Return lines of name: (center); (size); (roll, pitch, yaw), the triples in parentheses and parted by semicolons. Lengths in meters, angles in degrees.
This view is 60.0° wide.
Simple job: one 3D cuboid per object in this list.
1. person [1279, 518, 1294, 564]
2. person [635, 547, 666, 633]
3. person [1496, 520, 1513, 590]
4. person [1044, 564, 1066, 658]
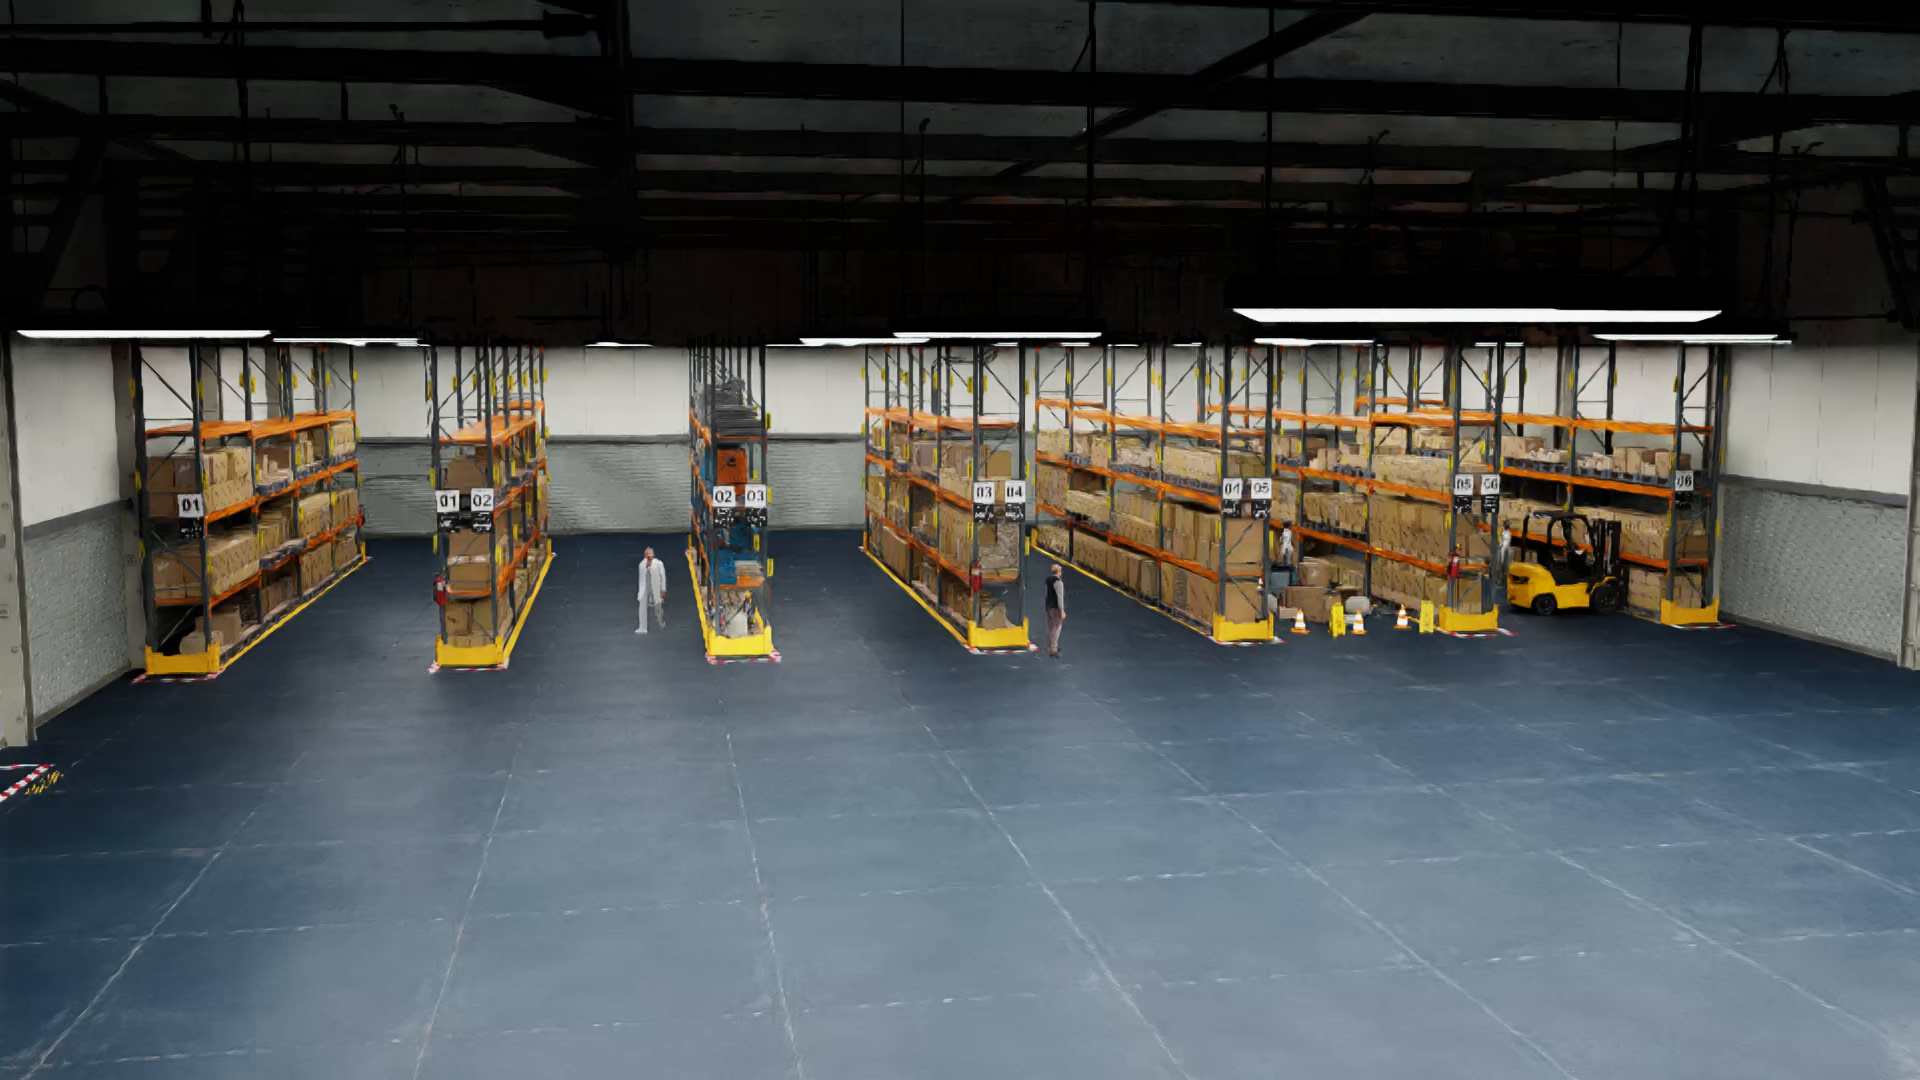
person: (7.811, 0.310, 39.929); (0.551, 1.664, 0.572); (2, 7, 14)
person: (-6.247, 0.999, 33.738); (0.616, 1.735, 0.998); (1, 7, 6)
person: (12.964, 0.345, 39.628); (0.548, 1.663, 0.586); (2, 7, 15)
person: (1.789, 1.293, 31.069); (0.389, 1.732, 0.660); (-2, 7, -18)
